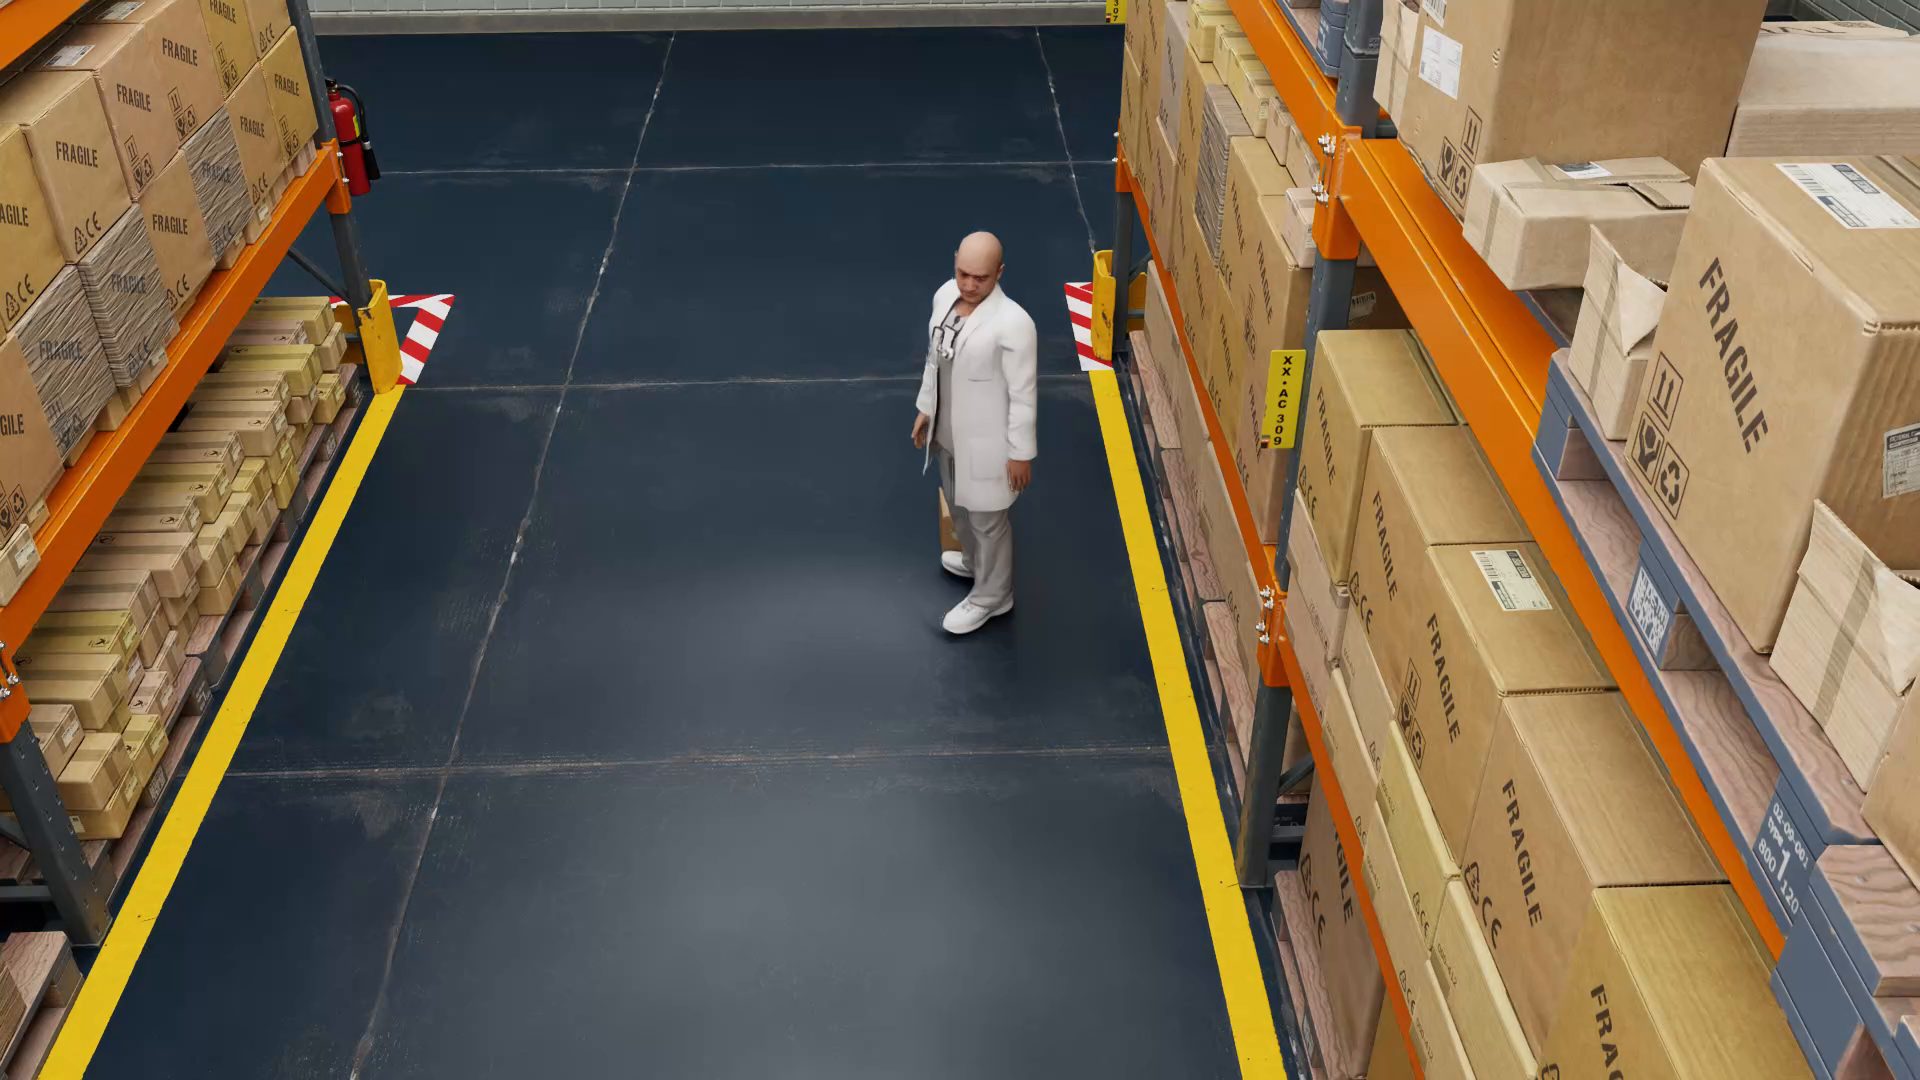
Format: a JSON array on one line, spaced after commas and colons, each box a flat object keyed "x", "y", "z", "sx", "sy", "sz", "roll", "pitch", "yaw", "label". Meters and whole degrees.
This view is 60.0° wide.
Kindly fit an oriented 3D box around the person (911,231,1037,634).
[{"x": 0.052, "y": -0.447, "z": 6.760, "sx": 0.440, "sy": 1.778, "sz": 0.703, "roll": -20, "pitch": 40, "yaw": -26, "label": "person"}]
